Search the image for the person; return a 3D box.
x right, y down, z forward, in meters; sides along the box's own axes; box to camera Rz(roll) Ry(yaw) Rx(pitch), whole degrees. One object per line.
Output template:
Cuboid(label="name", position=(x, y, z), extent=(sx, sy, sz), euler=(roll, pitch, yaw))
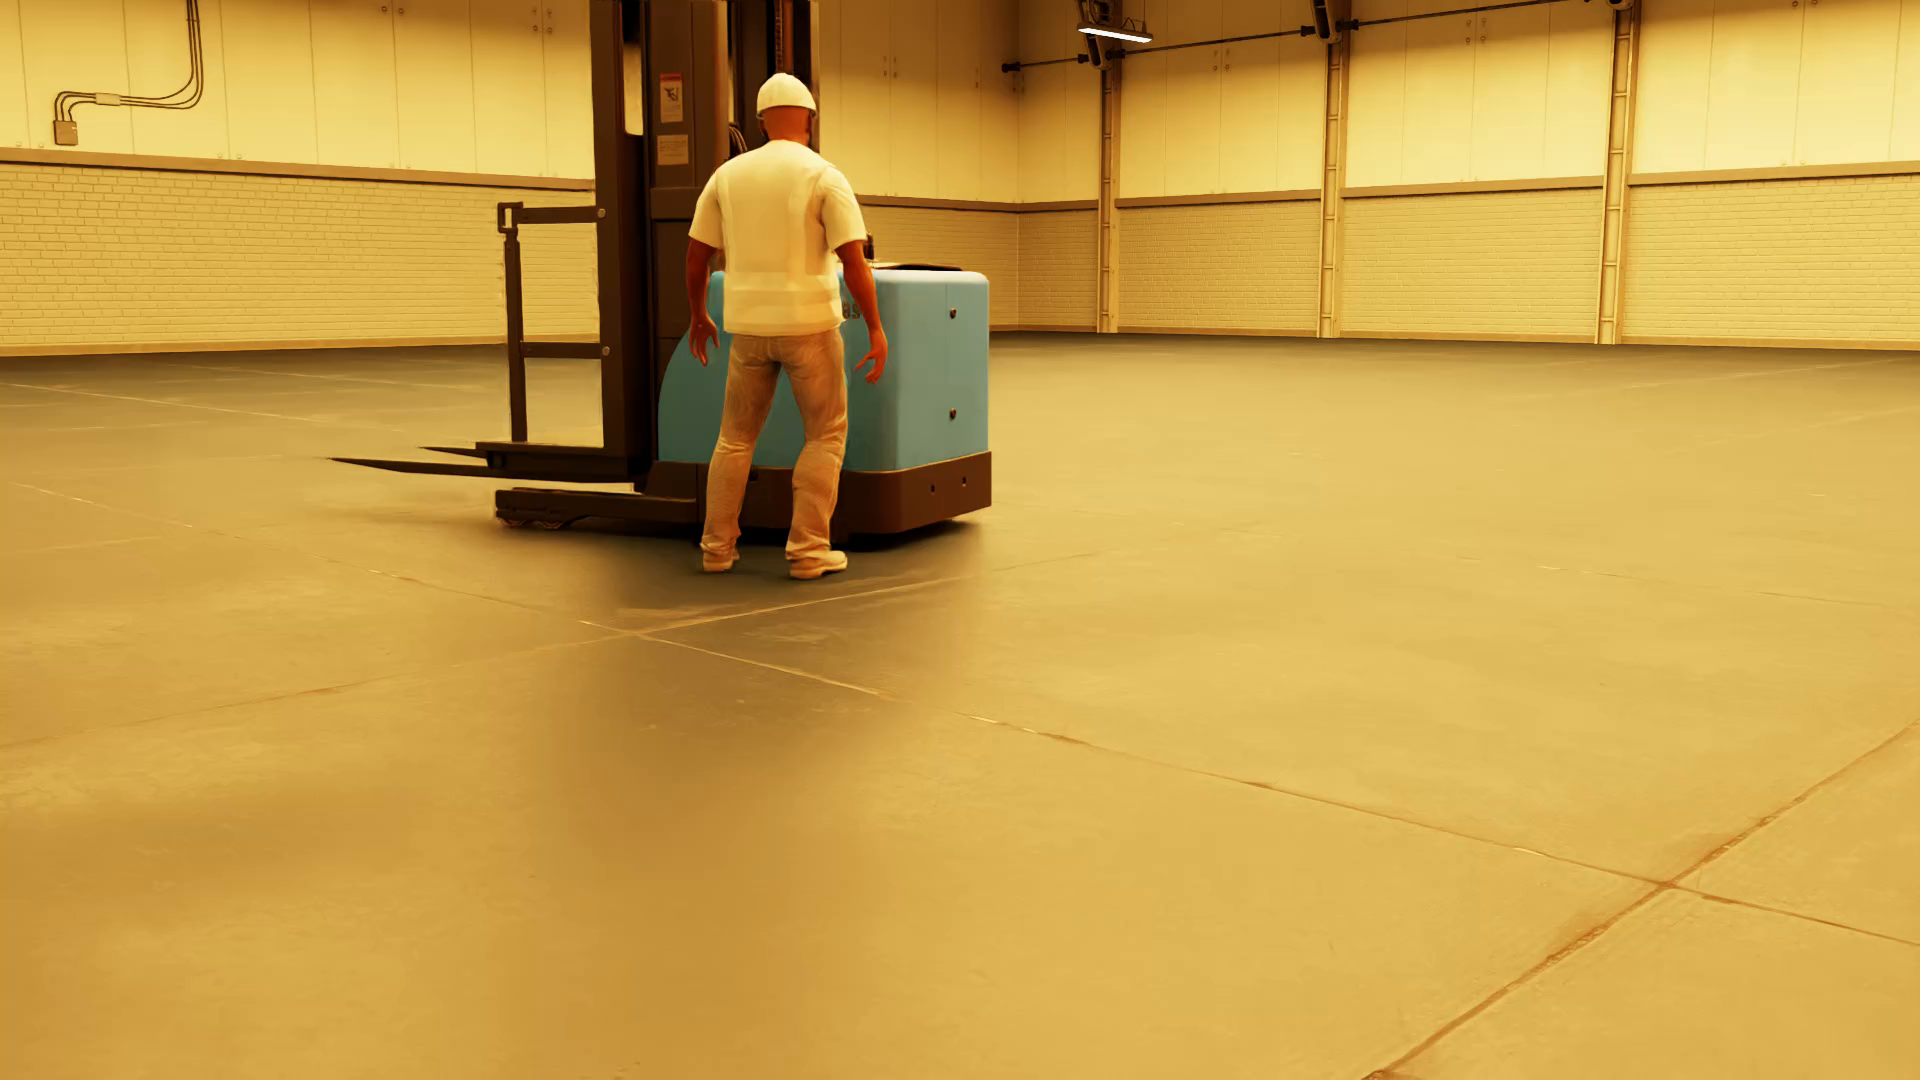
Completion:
Cuboid(label="person", position=(-0.616, -0.752, 5.872), extent=(0.809, 1.743, 0.392), euler=(3, 9, 22))

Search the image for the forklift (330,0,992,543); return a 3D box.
Cuboid(label="forklift", position=(-1.422, -1.560, 7.232), extent=(3.031, 2.935, 1.130), euler=(4, 9, 24))
